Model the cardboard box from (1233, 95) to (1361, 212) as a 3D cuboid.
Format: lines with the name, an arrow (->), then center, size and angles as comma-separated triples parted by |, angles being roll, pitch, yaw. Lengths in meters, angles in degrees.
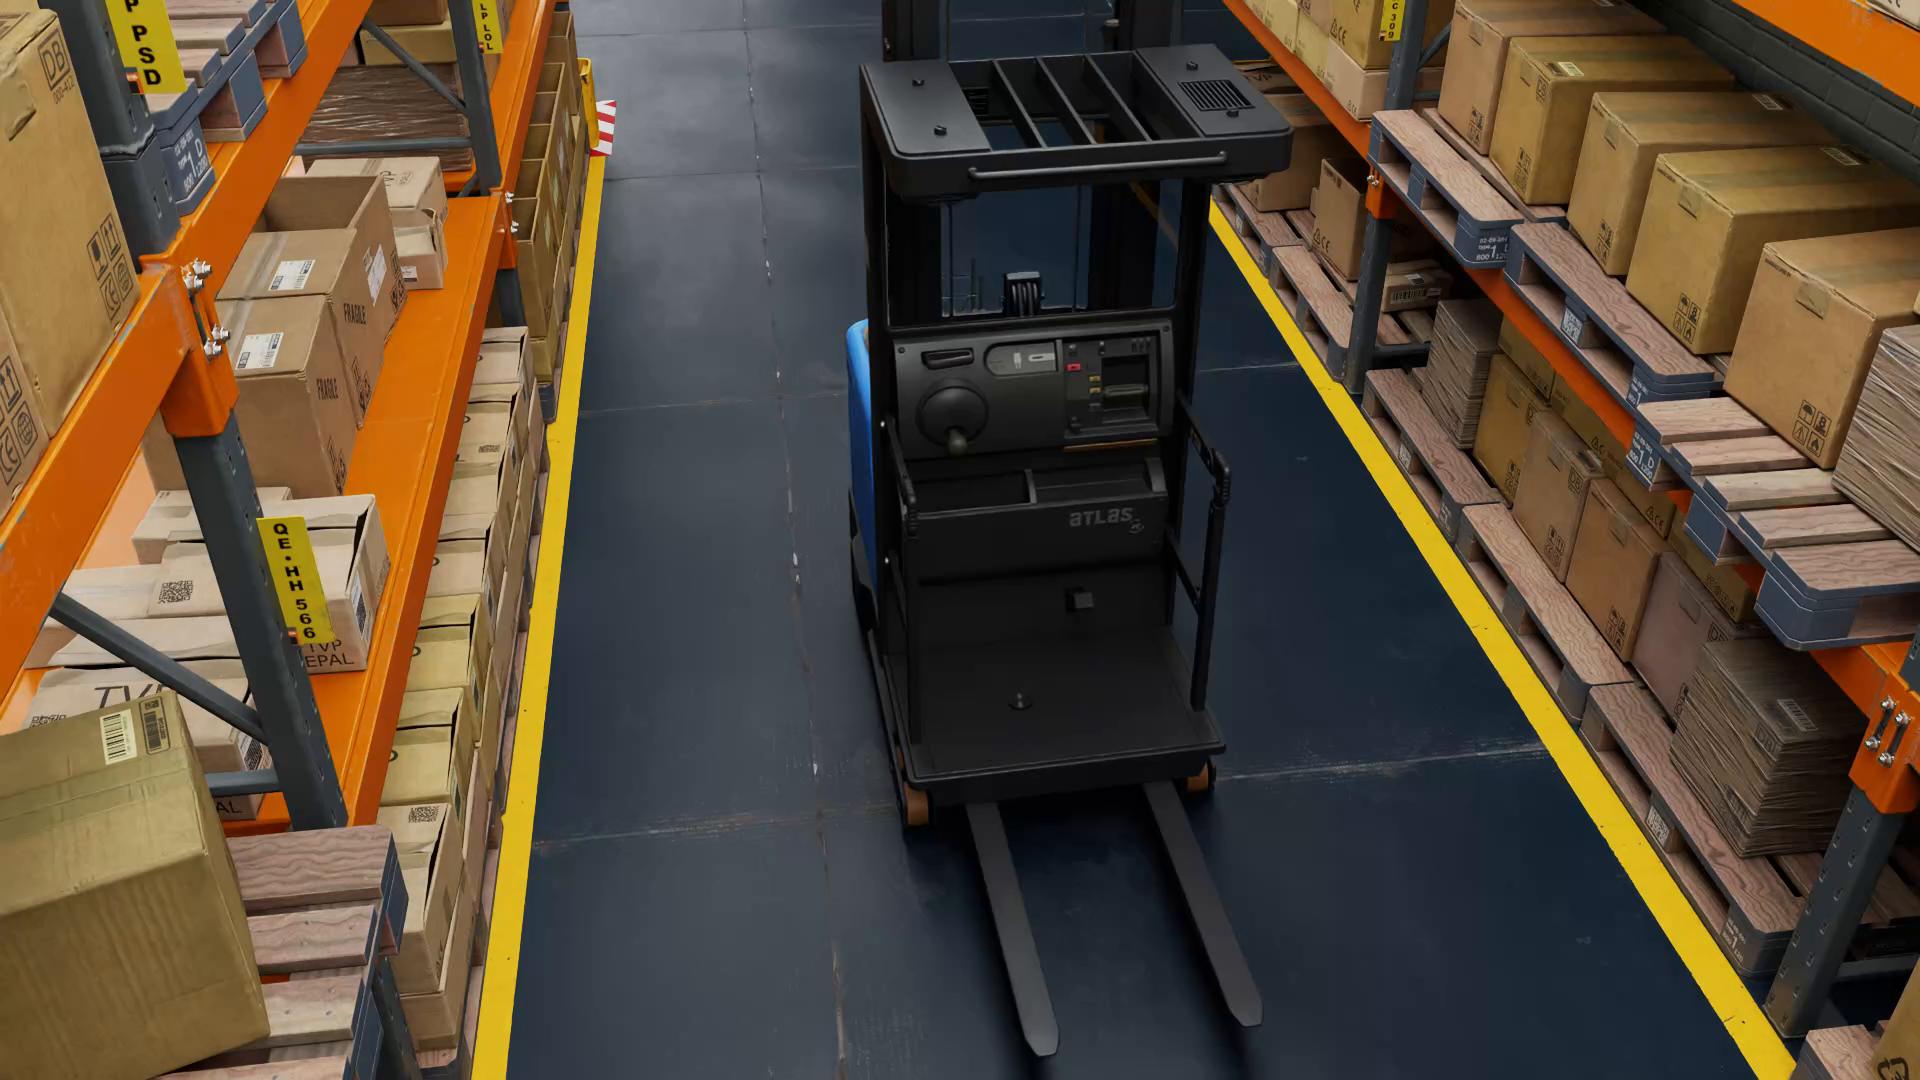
cardboard box -> 2.028, -2.286, 9.769 | 0.700, 0.500, 0.500 | -6, 35, -9

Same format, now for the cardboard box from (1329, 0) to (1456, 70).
cardboard box -> 2.066, -2.526, 7.742 | 0.500, 0.500, 0.500 | -4, 35, -6

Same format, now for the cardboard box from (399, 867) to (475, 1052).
cardboard box -> -1.714, 1.229, 4.852 | 0.500, 0.250, 0.500 | -4, 35, -7

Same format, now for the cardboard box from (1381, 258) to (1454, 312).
cardboard box -> 2.334, -1.336, 8.672 | 0.380, 0.166, 0.250 | -9, 35, -13

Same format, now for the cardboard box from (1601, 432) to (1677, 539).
cardboard box -> 2.737, -0.263, 6.135 | 0.500, 0.250, 0.500 | -5, 35, -7

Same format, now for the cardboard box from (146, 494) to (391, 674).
cardboard box -> -1.862, 0.103, 4.514 | 0.500, 0.311, 0.500 | -5, 35, -7

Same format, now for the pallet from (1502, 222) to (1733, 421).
pallet -> 2.667, -0.819, 5.959 | 1.003, 0.211, 1.213 | -4, 35, -6

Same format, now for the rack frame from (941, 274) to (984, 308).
rack frame -> -0.024, -0.561, 7.008 | 0.240, 1.200, 0.006 | -6, 35, -8

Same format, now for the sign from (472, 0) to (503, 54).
sign -> -1.936, -2.144, 6.775 | 0.100, 0.325, 0.005 | -4, 35, -6

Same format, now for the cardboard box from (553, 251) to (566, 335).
cardboard box -> -2.296, -1.250, 8.490 | 0.500, 0.250, 0.500 | -4, 35, -6

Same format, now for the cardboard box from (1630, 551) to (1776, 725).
cardboard box -> 2.871, 0.360, 5.887 | 0.700, 0.500, 0.500 | -4, 35, -6

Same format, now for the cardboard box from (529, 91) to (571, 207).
cardboard box -> -2.428, -2.118, 9.098 | 0.500, 0.500, 0.500 | -4, 35, -6

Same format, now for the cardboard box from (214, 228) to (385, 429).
cardboard box -> -2.247, -0.690, 5.510 | 0.500, 0.500, 0.500 | -4, 35, -6

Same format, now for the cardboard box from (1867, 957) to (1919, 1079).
cardboard box -> 2.943, 1.338, 4.159 | 0.750, 0.750, 0.750 | -5, 35, -7

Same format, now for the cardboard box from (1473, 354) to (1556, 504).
cardboard box -> 2.671, -0.484, 7.125 | 0.700, 0.500, 0.500 | -5, 35, -7

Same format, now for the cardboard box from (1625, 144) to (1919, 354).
cardboard box -> 2.711, -0.975, 5.538 | 0.700, 0.500, 0.500 | -4, 35, -6

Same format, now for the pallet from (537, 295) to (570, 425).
pallet -> -2.538, -0.946, 8.451 | 1.003, 0.211, 1.213 | -4, 35, -6

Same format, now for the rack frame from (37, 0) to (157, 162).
rack frame -> -1.934, -1.899, 2.045 | 1.000, 3.000, 0.127 | -4, 35, -6

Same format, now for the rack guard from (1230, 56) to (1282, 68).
rack guard -> 1.908, -3.186, 11.481 | 1.175, 0.500, 0.348 | -4, 35, -6

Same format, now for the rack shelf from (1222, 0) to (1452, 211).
rack shelf -> 2.167, -2.848, 9.404 | 1.077, 0.370, 4.000 | -4, 35, -6

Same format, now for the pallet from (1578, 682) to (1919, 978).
pallet -> 2.870, 0.919, 5.714 | 1.003, 0.211, 1.213 | -4, 35, -6

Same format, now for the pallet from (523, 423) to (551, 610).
pallet -> -2.334, -0.091, 7.196 | 1.003, 0.211, 1.213 | -4, 35, -6

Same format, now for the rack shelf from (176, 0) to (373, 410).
rack shelf -> -2.203, -1.478, 4.730 | 1.077, 0.370, 4.000 | -4, 35, -6

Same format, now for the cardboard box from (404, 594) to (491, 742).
cardboard box -> -1.859, 0.420, 5.541 | 0.500, 0.311, 0.500 | -5, 35, -8

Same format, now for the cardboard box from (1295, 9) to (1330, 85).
cardboard box -> 2.013, -2.495, 8.363 | 0.500, 0.250, 0.500 | -4, 35, -6

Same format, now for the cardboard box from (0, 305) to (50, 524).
cardboard box -> -1.773, -0.175, 2.091 | 0.910, 0.500, 0.500 | -4, 35, -6

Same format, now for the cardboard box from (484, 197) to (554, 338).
cardboard box -> -2.224, -1.281, 7.869 | 0.500, 0.500, 0.500 | -4, 35, -6

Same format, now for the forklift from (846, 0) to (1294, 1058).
forklift -> 0.288, -0.436, 5.287 | 1.130, 2.935, 3.031 | -6, 35, -8

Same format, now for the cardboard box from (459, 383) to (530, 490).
cardboard box -> -2.057, -0.427, 6.783 | 0.500, 0.311, 0.500 | -3, 34, -5

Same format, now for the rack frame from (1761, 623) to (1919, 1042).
rack frame -> 2.974, 0.203, 4.288 | 1.000, 3.000, 0.127 | -4, 35, -6

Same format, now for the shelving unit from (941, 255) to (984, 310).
shelving unit -> -0.039, -0.612, 7.082 | 0.258, 1.200, 0.189 | -6, 35, -8

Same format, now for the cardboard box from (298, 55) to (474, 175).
cardboard box -> -2.538, -1.940, 7.345 | 0.700, 0.500, 0.500 | -5, 35, -8

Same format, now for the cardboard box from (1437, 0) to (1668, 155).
cardboard box -> 2.471, -1.965, 6.991 | 0.700, 0.500, 0.500 | -4, 35, -6

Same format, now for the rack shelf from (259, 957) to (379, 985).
rack shelf -> -1.665, 1.994, 2.300 | 1.077, 0.370, 4.000 | -4, 35, -6

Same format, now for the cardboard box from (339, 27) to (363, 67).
cardboard box -> -2.721, -2.097, 6.998 | 0.380, 0.149, 0.250 | -4, 35, -6

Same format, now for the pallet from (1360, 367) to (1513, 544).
pallet -> 2.542, -0.442, 7.712 | 1.003, 0.211, 1.213 | -4, 35, -6

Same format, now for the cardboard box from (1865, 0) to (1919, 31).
cardboard box -> 2.610, -1.389, 4.023 | 0.500, 0.311, 0.500 | -4, 35, -6

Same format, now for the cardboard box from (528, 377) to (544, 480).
cardboard box -> -2.129, -0.480, 7.359 | 0.500, 0.250, 0.500 | -5, 35, -7

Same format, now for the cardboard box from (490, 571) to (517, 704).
cardboard box -> -1.927, 0.372, 6.109 | 0.500, 0.250, 0.500 | -4, 34, -5

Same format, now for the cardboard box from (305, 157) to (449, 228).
cardboard box -> -2.363, -1.318, 6.654 | 0.500, 0.250, 0.500 | -2, 34, -3

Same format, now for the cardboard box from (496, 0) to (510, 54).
cardboard box -> -2.749, -2.800, 8.606 | 0.700, 0.500, 0.500 | -3, 34, -5

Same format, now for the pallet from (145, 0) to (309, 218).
pallet -> -2.114, -0.953, 3.489 | 1.213, 0.211, 1.003 | -3, 34, -4

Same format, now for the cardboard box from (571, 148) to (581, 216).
cardboard box -> -2.497, -2.087, 9.718 | 0.500, 0.250, 0.500 | -4, 35, -6
